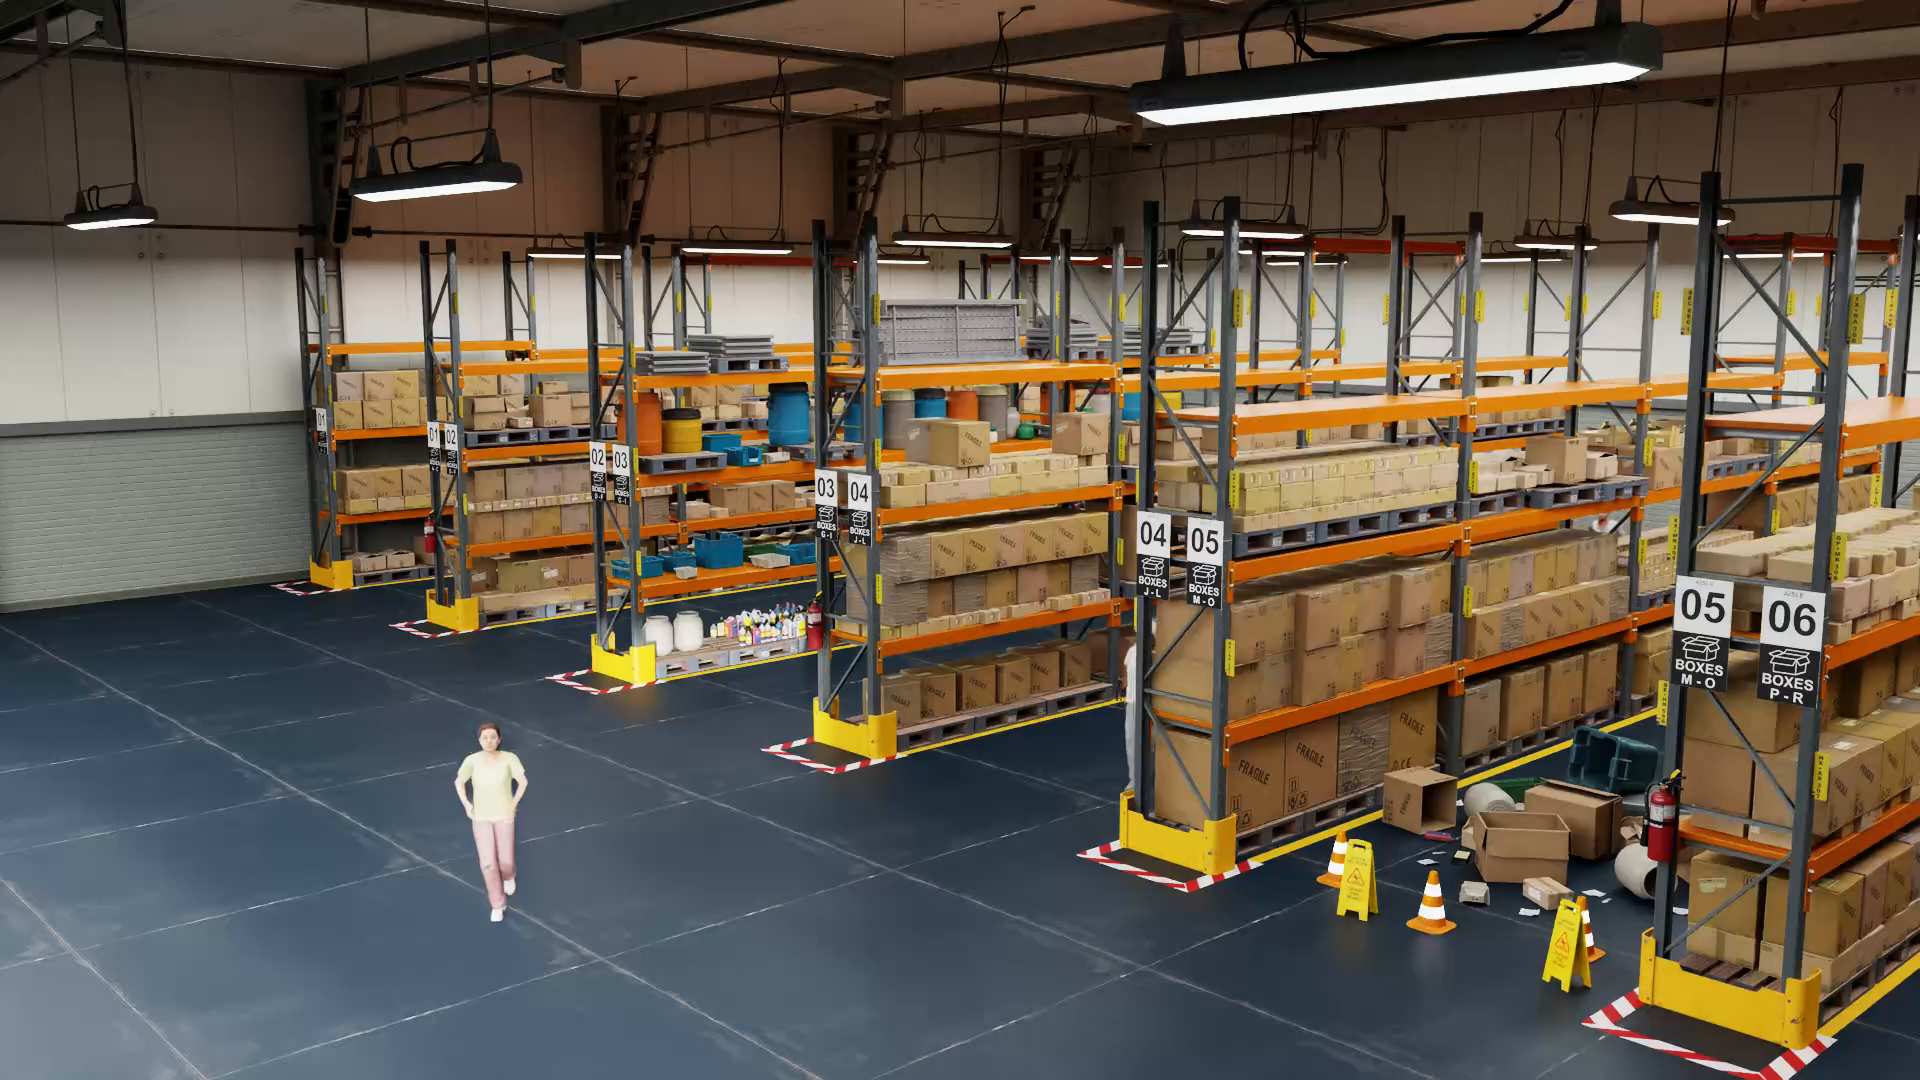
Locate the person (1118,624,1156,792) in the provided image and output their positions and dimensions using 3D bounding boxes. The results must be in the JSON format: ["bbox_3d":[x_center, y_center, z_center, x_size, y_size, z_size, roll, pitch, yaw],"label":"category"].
[{"bbox_3d":[1.979,1.739,17.627,0.700,1.762,0.881,5,10,32],"label":"person"}]

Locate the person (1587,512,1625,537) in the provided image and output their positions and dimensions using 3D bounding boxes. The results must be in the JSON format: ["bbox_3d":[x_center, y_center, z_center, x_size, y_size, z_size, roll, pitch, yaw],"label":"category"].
[{"bbox_3d":[10.666,0.274,27.581,0.675,1.729,0.616,6,10,36],"label":"person"}]

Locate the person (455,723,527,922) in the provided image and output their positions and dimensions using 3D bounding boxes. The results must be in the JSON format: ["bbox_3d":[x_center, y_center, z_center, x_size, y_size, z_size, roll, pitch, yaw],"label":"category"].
[{"bbox_3d":[-3.929,2.325,13.976,0.589,1.644,0.618,-2,9,-11],"label":"person"}]
